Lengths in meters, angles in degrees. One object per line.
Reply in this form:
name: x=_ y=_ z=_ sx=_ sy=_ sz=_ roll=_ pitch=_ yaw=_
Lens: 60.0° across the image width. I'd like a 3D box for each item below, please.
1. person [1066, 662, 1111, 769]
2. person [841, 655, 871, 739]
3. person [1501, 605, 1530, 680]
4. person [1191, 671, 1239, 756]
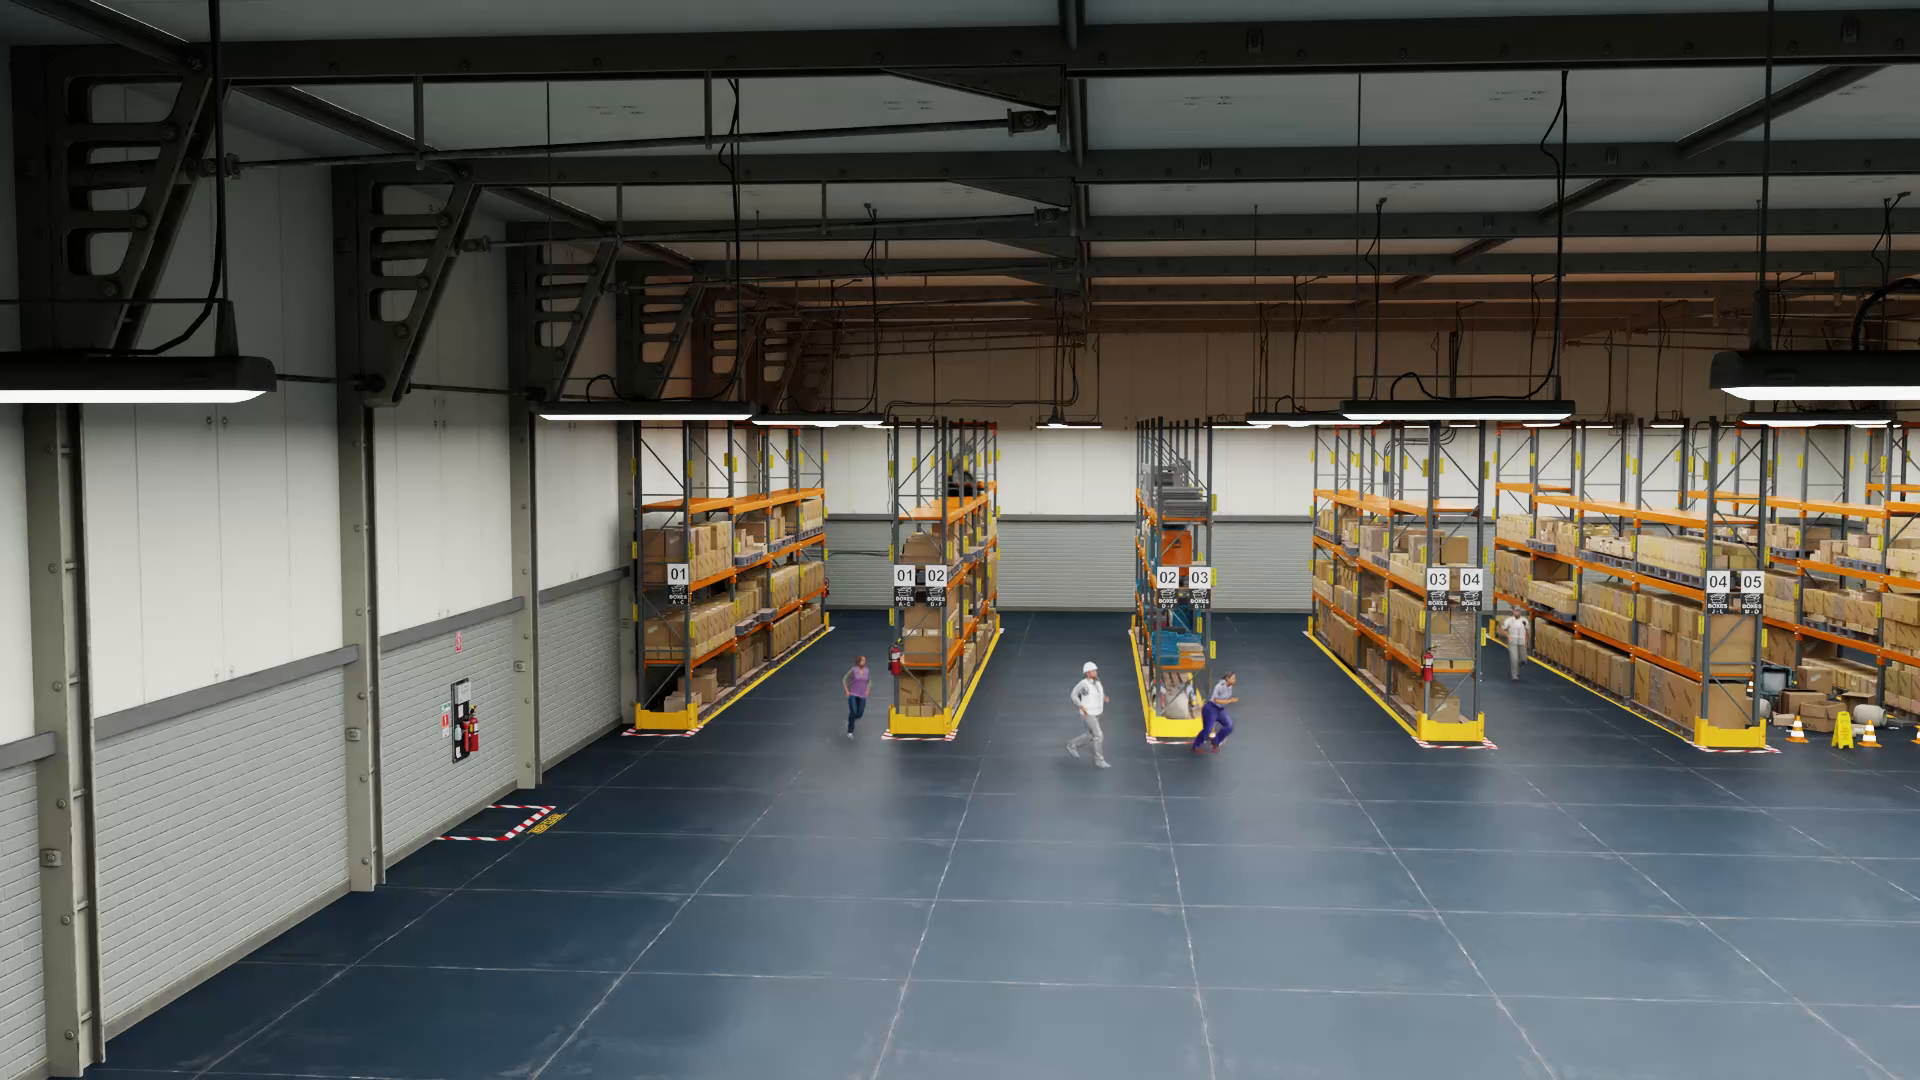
person: x=2.223 y=2.977 z=28.498 sx=0.890 sy=1.787 sz=0.648 roll=3 pitch=5 yaw=34
person: x=-1.944 y=2.929 z=31.246 sx=0.582 sy=1.555 sz=0.583 roll=-2 pitch=4 yaw=-22
person: x=12.830 y=2.352 z=38.357 sx=0.661 sy=1.725 sz=0.629 roll=0 pitch=4 yaw=5
person: x=4.550 y=3.045 z=29.347 sx=0.896 sy=1.536 sz=0.635 roll=3 pitch=5 yaw=37
